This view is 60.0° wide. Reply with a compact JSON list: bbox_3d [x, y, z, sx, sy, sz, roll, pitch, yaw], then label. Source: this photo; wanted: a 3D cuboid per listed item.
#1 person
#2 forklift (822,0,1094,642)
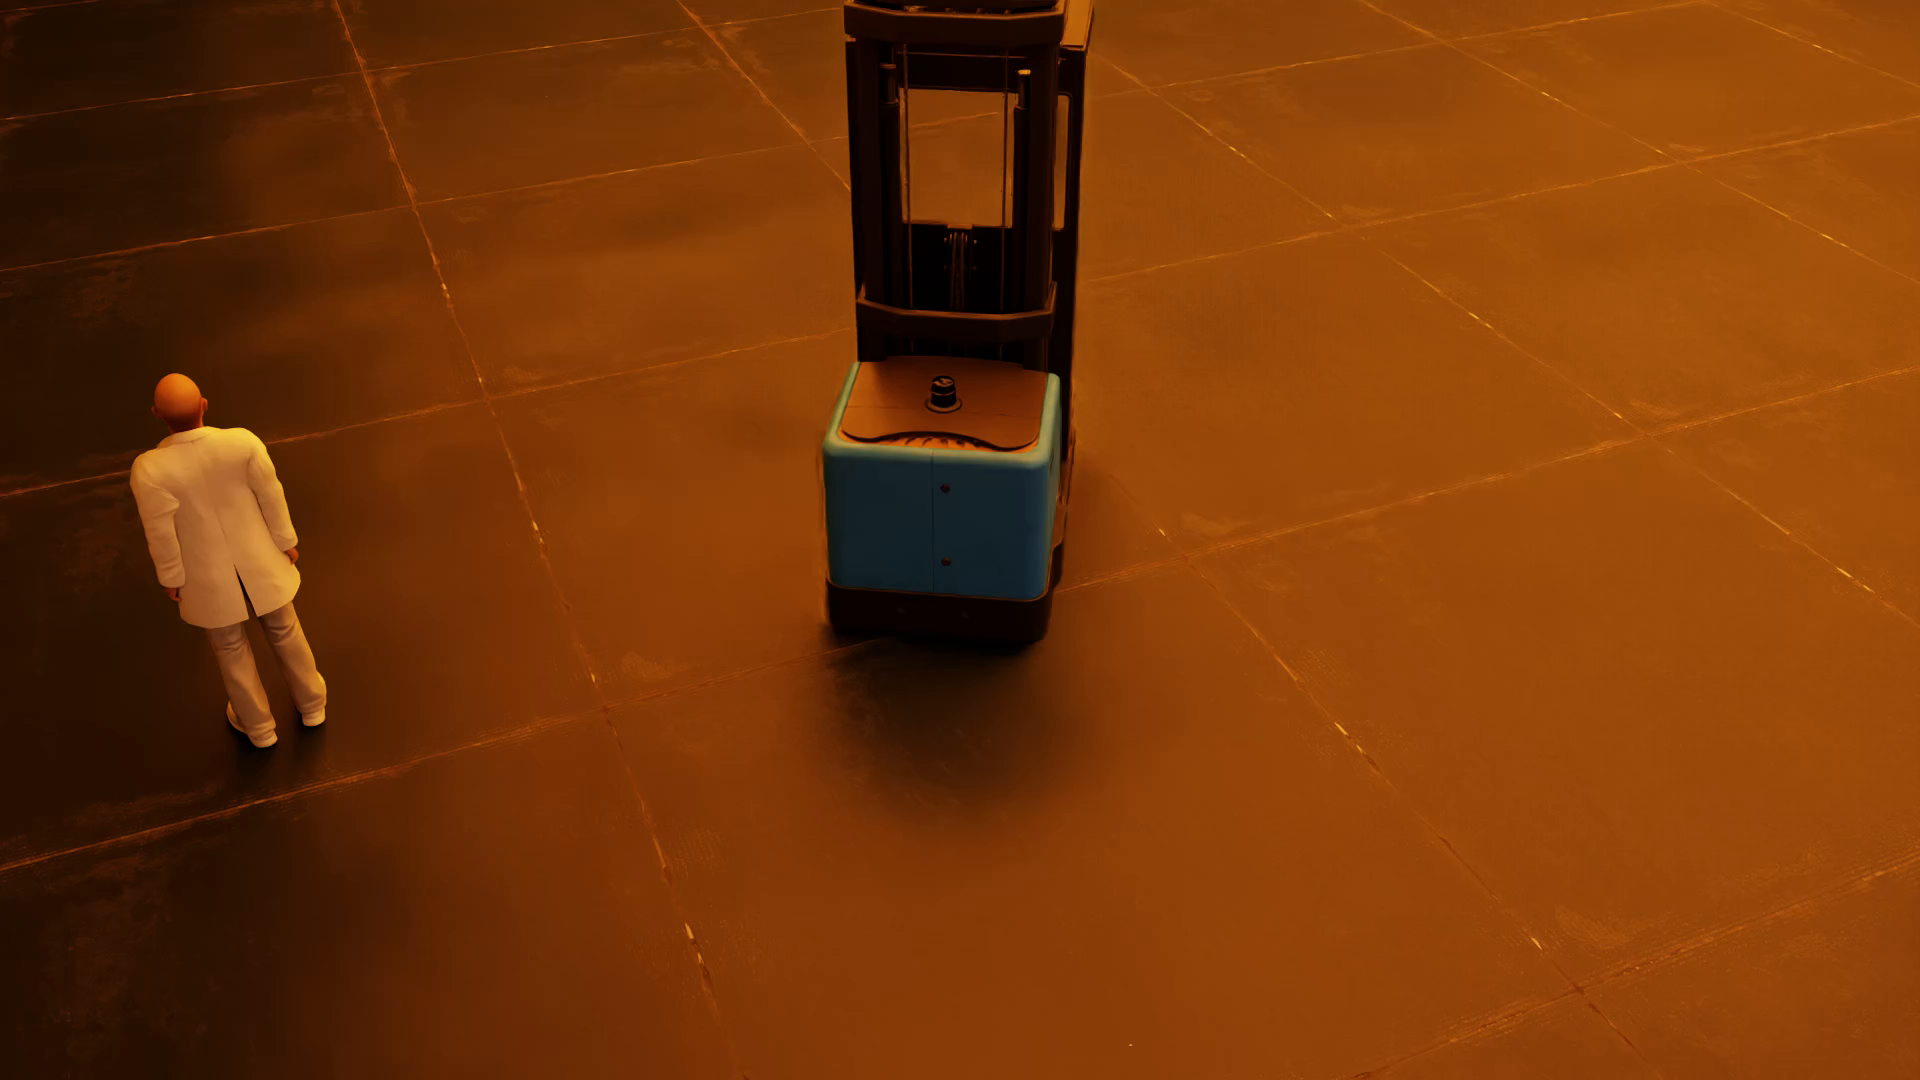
[{"bbox_3d":[-3.077,0.074,6.985,0.561,1.783,0.383,-21,41,-27],"label":"person"},{"bbox_3d":[0.054,-1.557,8.288,1.130,2.935,3.031,4,36,5],"label":"forklift"}]
